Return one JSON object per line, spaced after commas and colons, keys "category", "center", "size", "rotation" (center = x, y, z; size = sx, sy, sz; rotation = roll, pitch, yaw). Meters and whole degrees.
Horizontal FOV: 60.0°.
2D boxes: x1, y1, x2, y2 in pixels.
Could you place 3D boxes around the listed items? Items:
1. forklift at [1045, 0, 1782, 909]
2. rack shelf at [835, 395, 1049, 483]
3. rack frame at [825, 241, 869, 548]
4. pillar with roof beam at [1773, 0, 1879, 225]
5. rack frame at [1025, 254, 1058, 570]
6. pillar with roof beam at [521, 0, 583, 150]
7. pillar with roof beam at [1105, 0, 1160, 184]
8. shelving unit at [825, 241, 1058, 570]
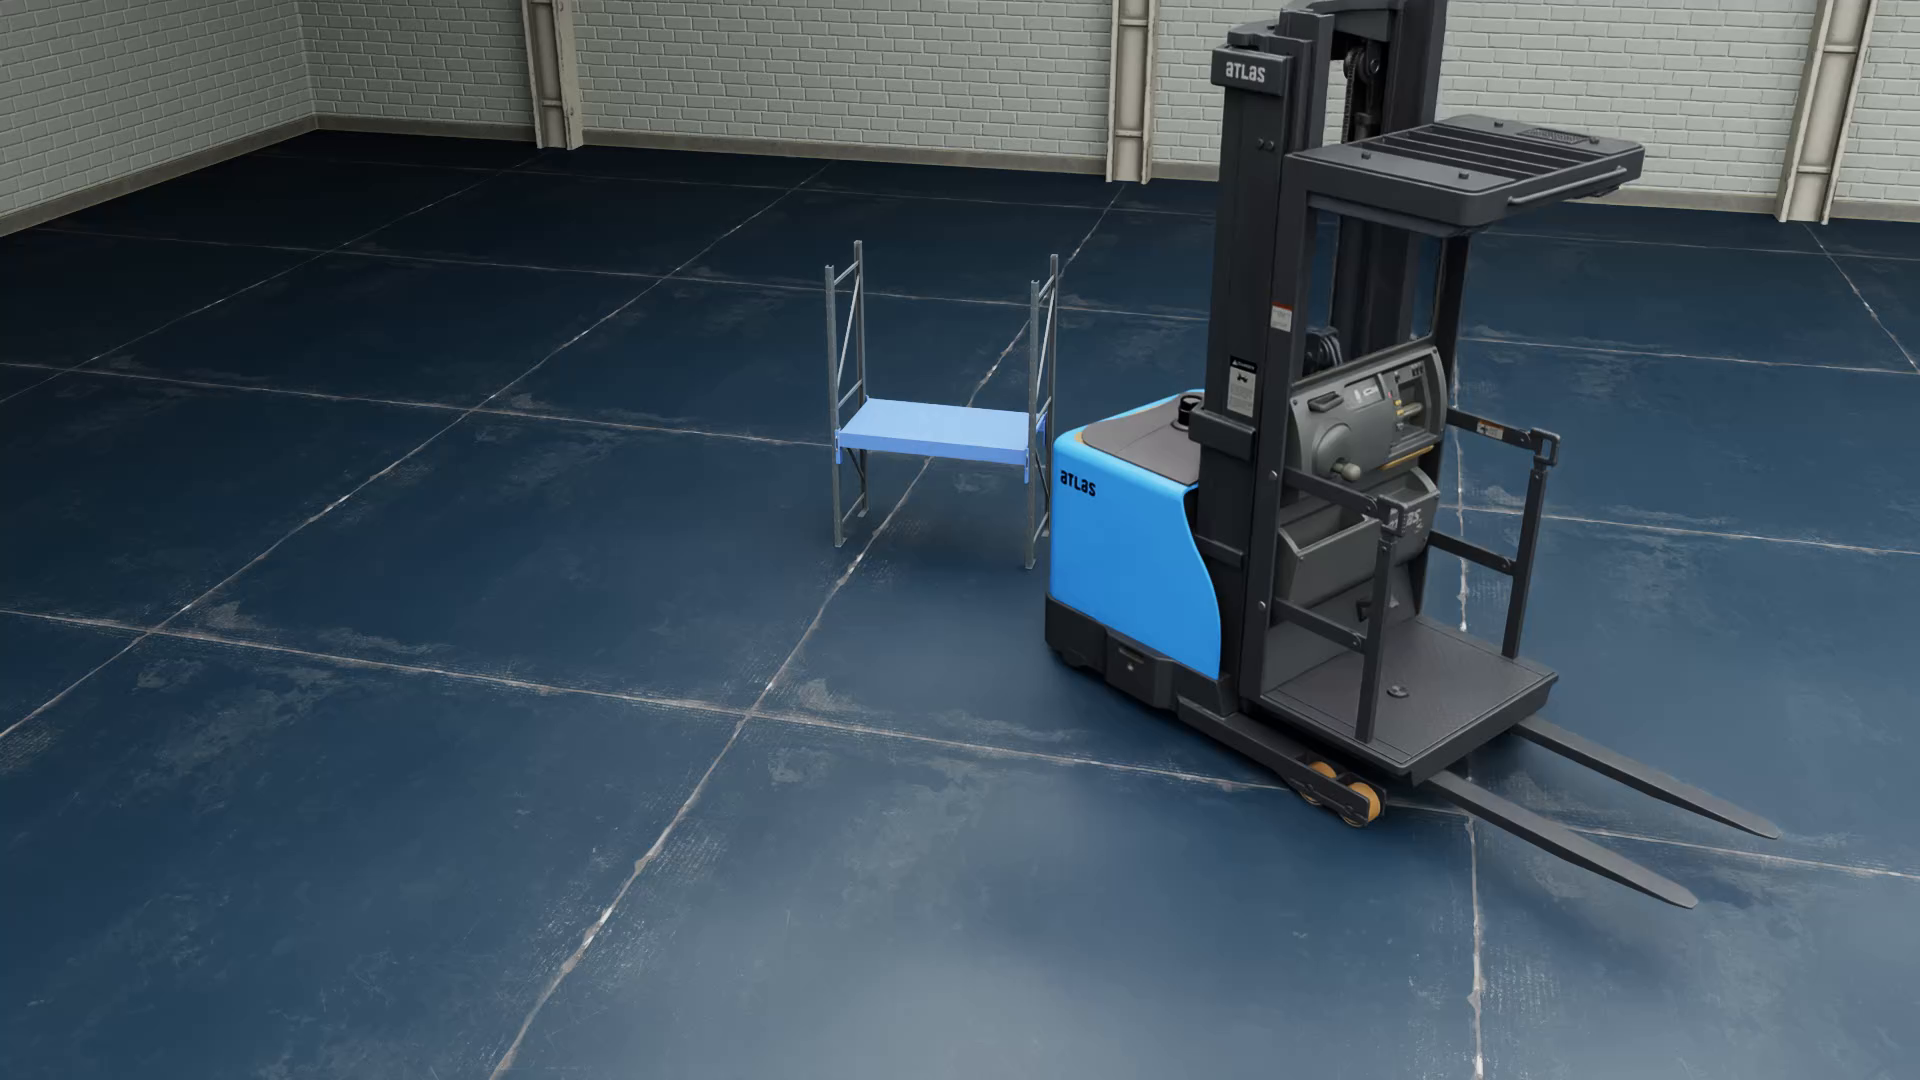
{"category": "forklift", "center": [1.732, -0.463, 6.313], "size": [1.130, 2.935, 3.031], "rotation": [-20, 32, -36]}
{"category": "rack shelf", "center": [-0.083, -0.524, 8.524], "size": [1.000, 0.185, 0.538], "rotation": [6, 26, 13]}
{"category": "rack frame", "center": [-0.575, -0.741, 8.561], "size": [0.032, 1.500, 0.500], "rotation": [6, 26, 13]}
{"category": "pillar with roof beam", "center": [6.367, -5.115, 9.026], "size": [0.400, 9.000, 9.100], "rotation": [6, 26, 13]}
{"category": "rack frame", "center": [0.410, -0.632, 8.332], "size": [0.032, 1.500, 0.500], "rotation": [6, 26, 13]}
{"category": "pillar with roof beam", "center": [-5.255, -6.400, 11.724], "size": [0.400, 9.000, 9.100], "rotation": [6, 26, 13]}
{"category": "pillar with roof beam", "center": [0.556, -5.758, 10.375], "size": [0.400, 9.000, 9.100], "rotation": [6, 26, 13]}
{"category": "shelving unit", "center": [-0.083, -0.686, 8.447], "size": [1.048, 1.500, 0.538], "rotation": [6, 26, 13]}
